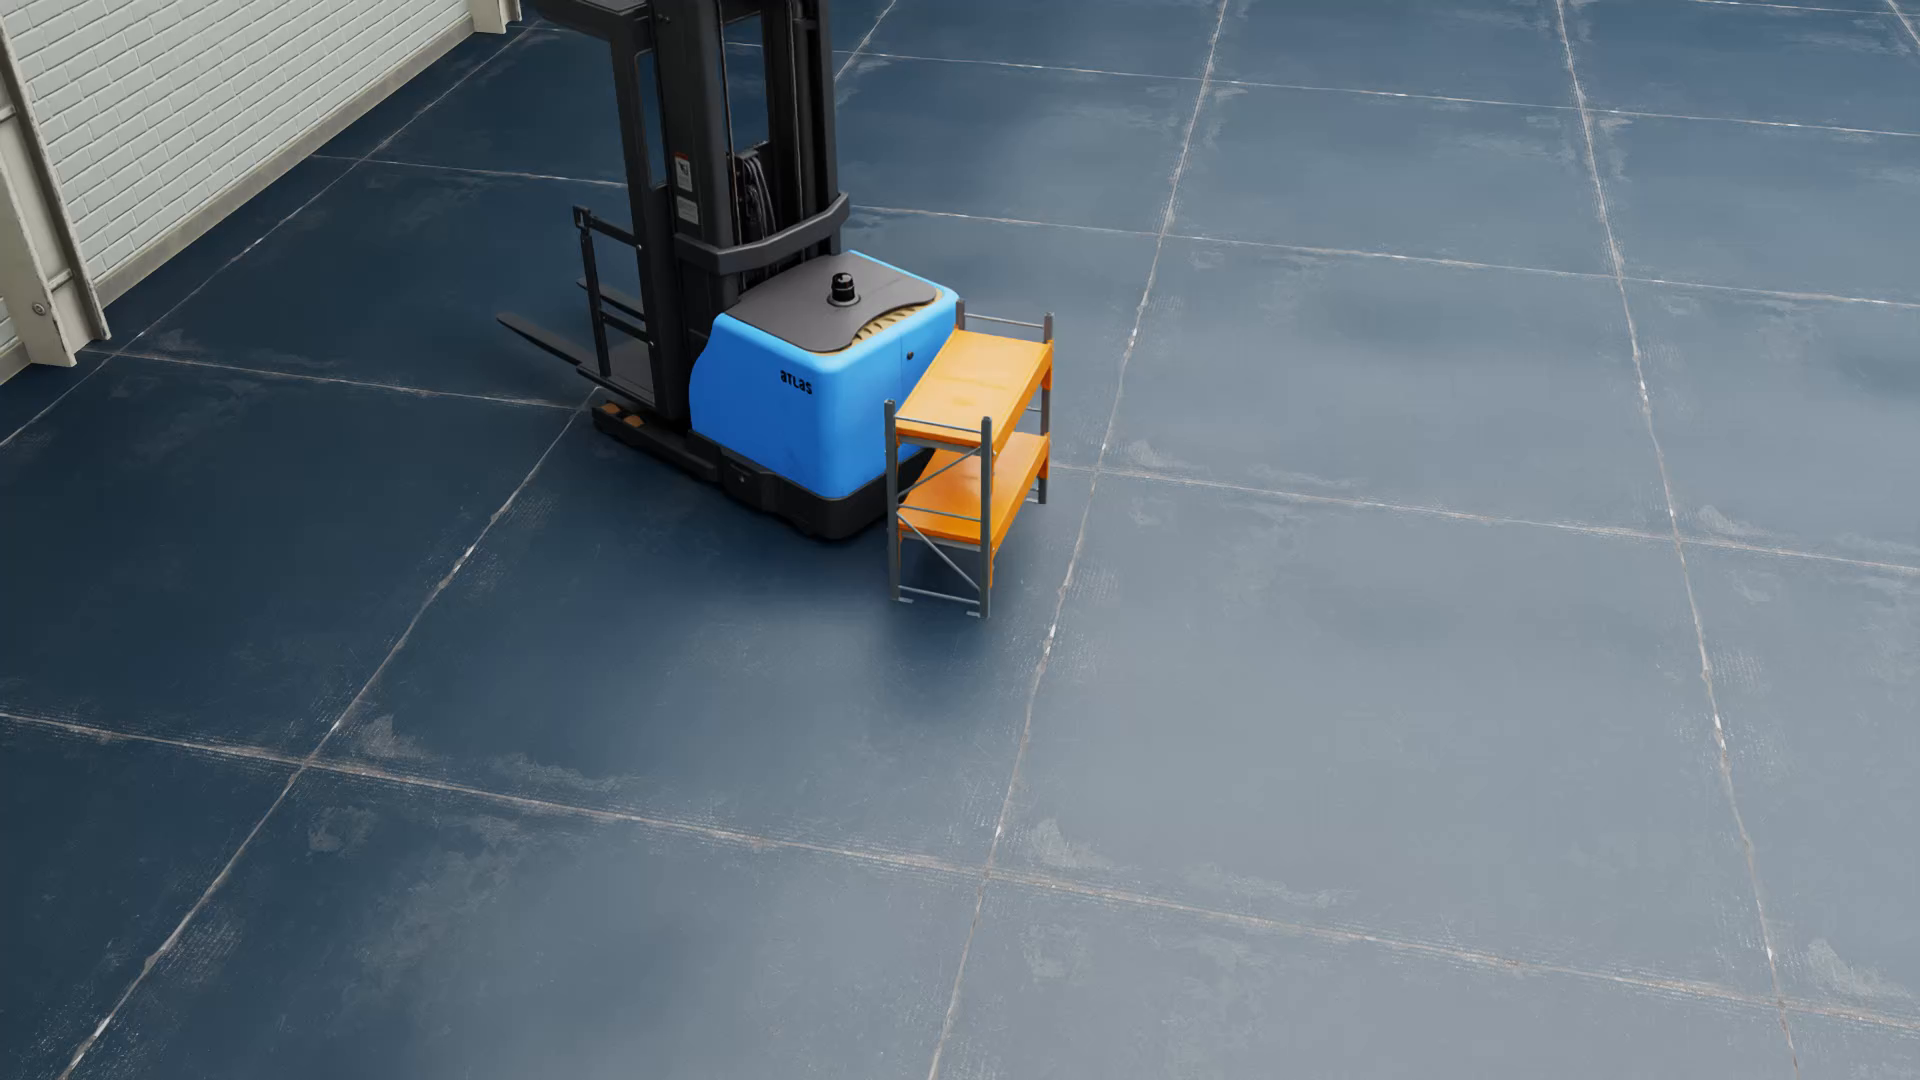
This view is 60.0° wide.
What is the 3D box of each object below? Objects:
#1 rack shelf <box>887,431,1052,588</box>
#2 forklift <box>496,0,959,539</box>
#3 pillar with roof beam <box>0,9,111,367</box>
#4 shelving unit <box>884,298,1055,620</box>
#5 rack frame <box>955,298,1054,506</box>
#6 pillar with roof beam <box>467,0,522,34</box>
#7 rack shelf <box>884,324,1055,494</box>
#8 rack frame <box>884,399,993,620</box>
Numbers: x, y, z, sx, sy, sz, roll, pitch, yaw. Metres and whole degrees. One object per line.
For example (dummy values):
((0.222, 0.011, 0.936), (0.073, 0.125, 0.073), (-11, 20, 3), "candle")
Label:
((0.061, -0.210, 8.268), (0.538, 0.278, 1.000), (11, 37, 15), "rack shelf")
((-1.427, -1.921, 8.672), (3.031, 2.935, 1.130), (27, 44, 32), "forklift")
((-1.218, -4.270, 6.744), (9.100, 9.000, 0.400), (7, 37, 10), "pillar with roof beam")
((0.061, -0.408, 8.125), (0.538, 1.125, 1.048), (11, 37, 15), "shelving unit")
((0.220, -0.691, 8.516), (0.500, 1.125, 0.032), (11, 37, 15), "rack frame")
((0.064, -7.710, 11.490), (9.100, 9.000, 0.400), (7, 37, 10), "pillar with roof beam")
((0.061, -0.645, 7.953), (0.538, 0.278, 1.000), (11, 37, 15), "rack shelf")
((-0.098, -0.125, 7.734), (0.500, 1.125, 0.032), (11, 37, 15), "rack frame")
